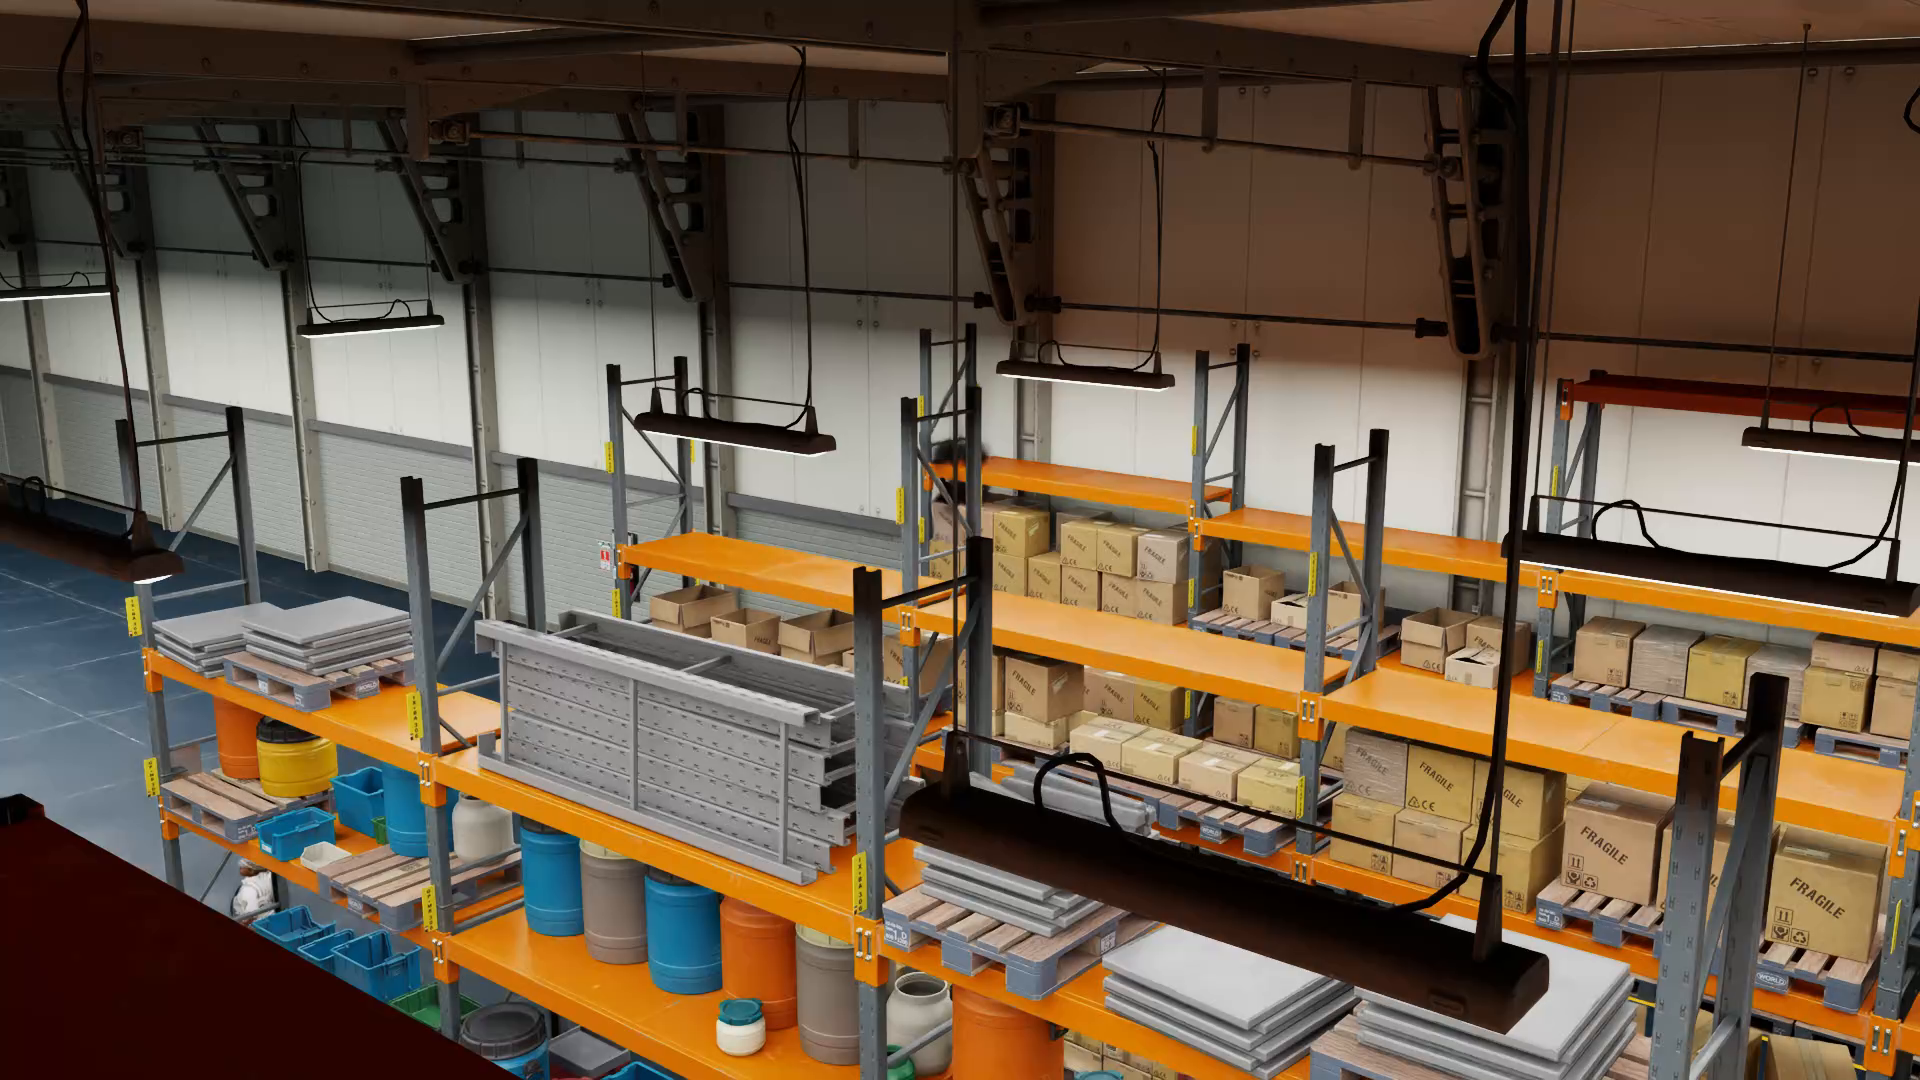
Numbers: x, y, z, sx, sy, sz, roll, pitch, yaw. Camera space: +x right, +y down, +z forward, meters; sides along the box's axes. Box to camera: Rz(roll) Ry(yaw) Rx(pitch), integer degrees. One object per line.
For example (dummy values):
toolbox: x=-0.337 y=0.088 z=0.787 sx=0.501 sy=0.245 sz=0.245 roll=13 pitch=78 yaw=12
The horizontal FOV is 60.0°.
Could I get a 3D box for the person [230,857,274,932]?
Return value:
person: x=-6.760 y=3.739 z=15.994 sx=0.694 sy=1.671 sz=0.625 roll=0 pitch=13 yaw=-1
